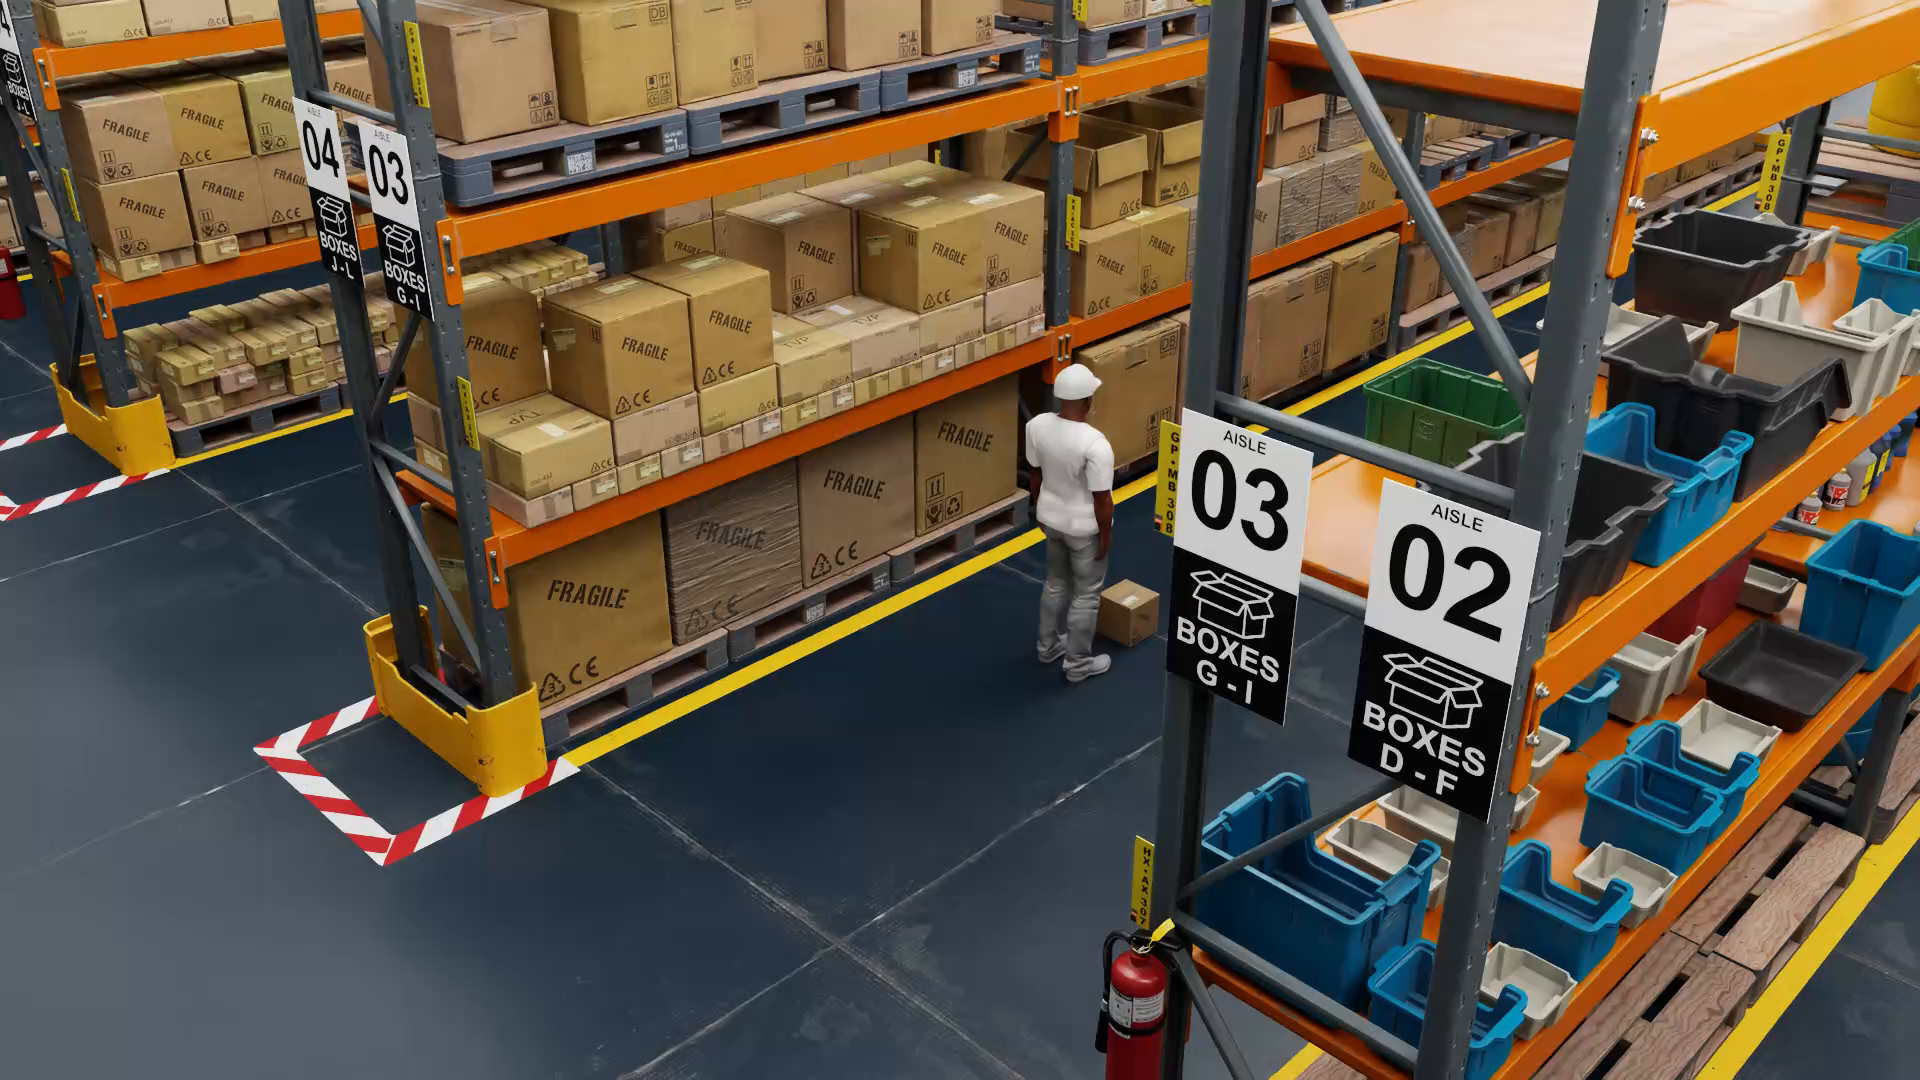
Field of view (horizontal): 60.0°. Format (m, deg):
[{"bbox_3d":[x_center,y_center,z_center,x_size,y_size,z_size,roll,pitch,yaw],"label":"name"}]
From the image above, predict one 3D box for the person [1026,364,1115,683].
[{"bbox_3d":[0.606,-0.101,8.795,0.375,1.761,0.554,-24,36,-38],"label":"person"}]
